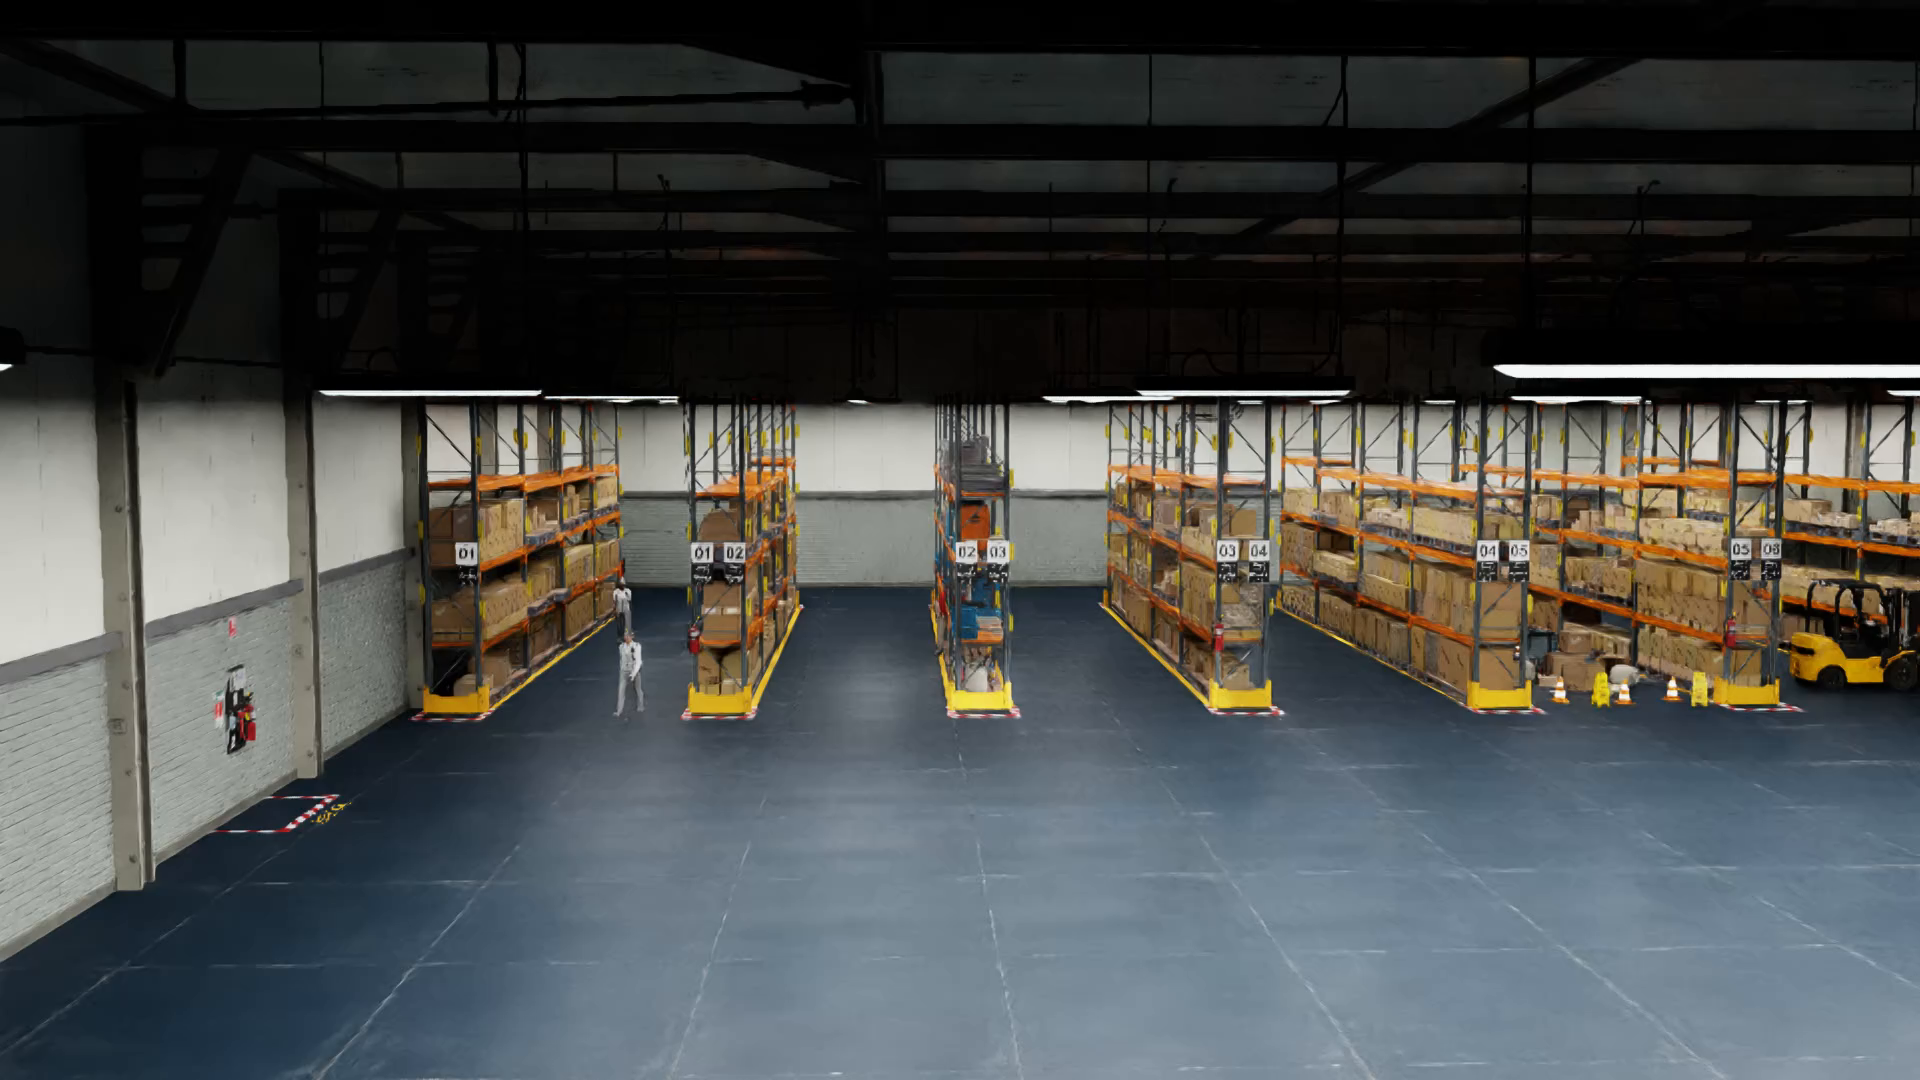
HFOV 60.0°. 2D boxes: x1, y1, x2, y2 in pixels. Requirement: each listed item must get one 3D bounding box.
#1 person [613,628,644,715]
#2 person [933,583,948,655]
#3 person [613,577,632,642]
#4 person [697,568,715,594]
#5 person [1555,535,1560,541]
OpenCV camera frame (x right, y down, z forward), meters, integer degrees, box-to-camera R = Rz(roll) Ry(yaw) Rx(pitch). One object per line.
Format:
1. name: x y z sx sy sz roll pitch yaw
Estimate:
1. person: -6.129 2.420 30.905 0.481 1.621 0.989 1 5 7
2. person: -0.251 1.789 38.293 0.583 1.685 0.989 2 5 19
3. person: -8.125 1.691 40.025 0.448 1.622 0.996 -1 5 -10
4. person: -6.969 1.203 45.768 0.573 1.691 1.121 0 5 0
5. person: 18.513 0.723 51.217 0.527 1.763 0.680 -3 6 -37
